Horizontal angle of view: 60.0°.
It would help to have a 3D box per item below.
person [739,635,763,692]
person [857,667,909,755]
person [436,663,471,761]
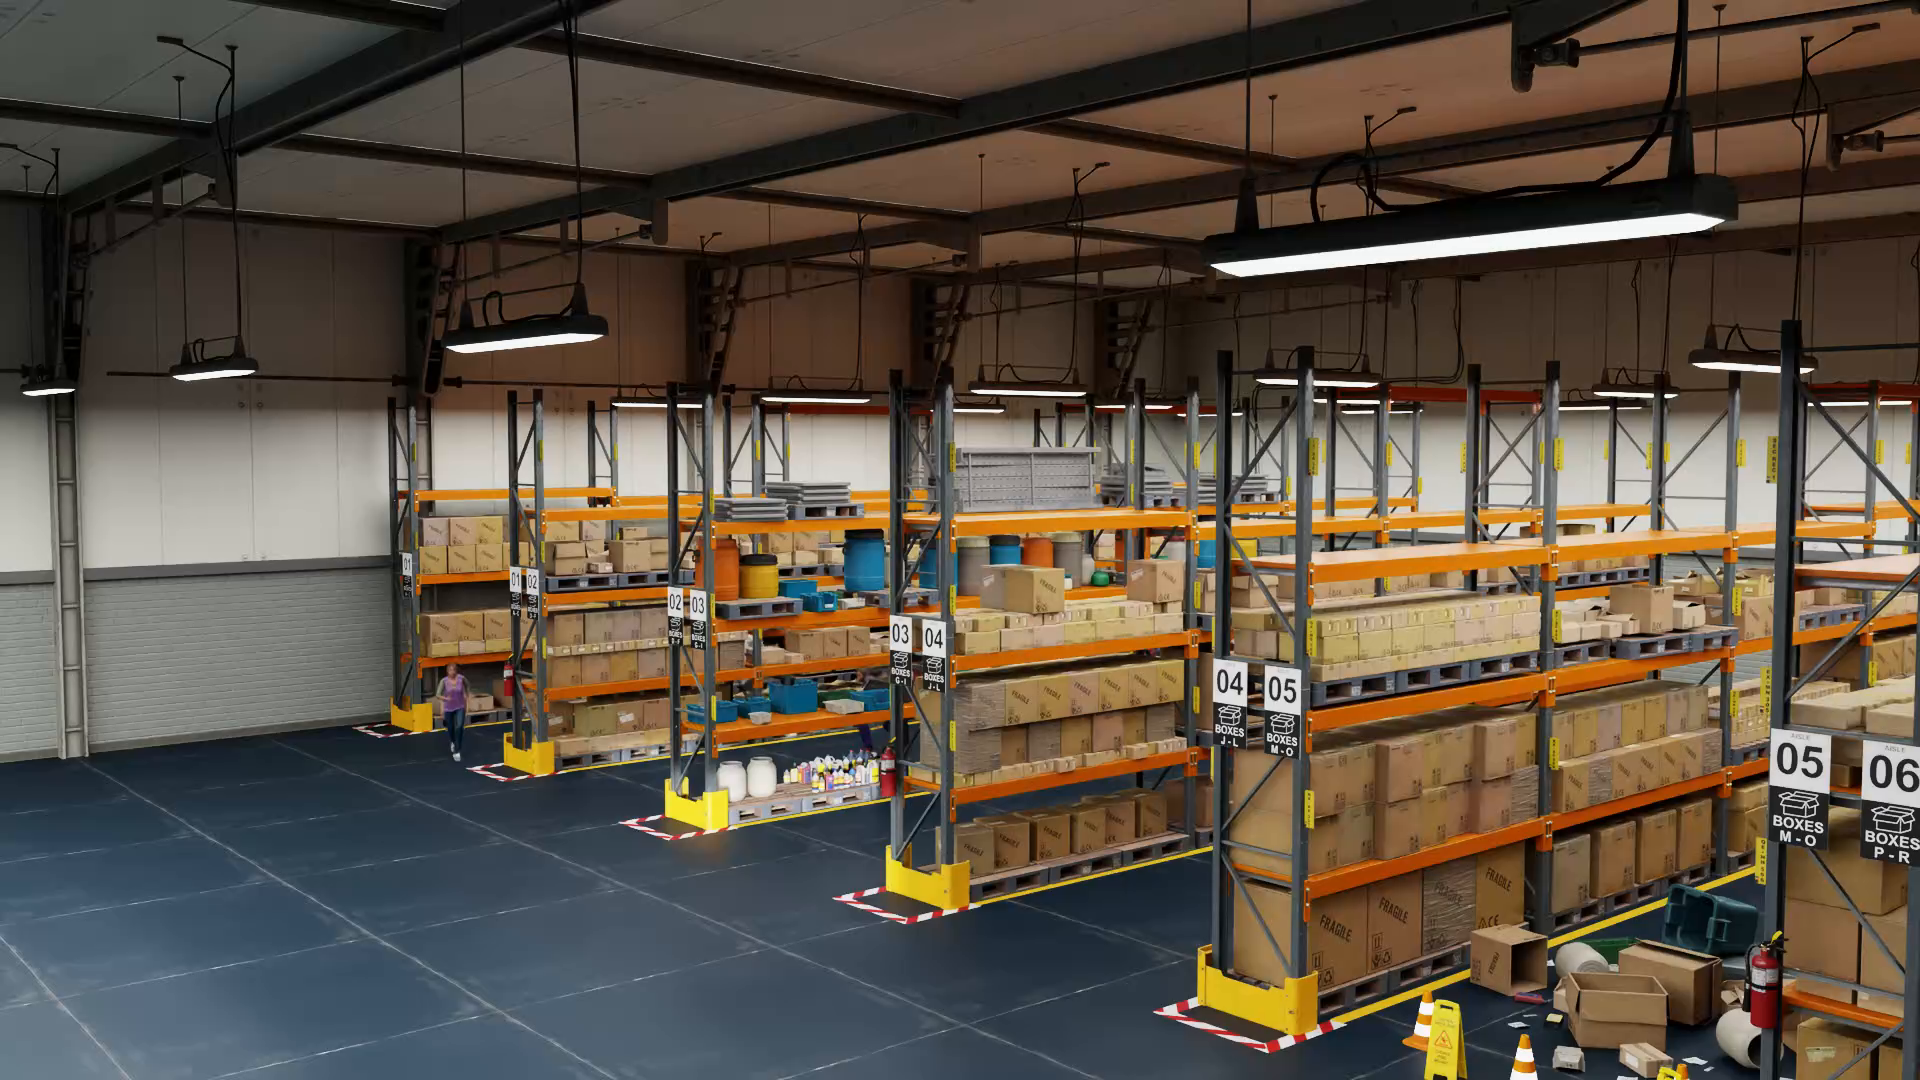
[{"bbox_3d":[-4.134,2.425,32.111,0.653,1.753,0.974,2,4,31],"label":"person"},{"bbox_3d":[-1.289,2.805,27.501,1.010,1.483,0.623,-2,4,-29],"label":"person"},{"bbox_3d":[-8.280,2.774,27.211,0.546,1.572,0.923,-1,3,-16],"label":"person"}]
